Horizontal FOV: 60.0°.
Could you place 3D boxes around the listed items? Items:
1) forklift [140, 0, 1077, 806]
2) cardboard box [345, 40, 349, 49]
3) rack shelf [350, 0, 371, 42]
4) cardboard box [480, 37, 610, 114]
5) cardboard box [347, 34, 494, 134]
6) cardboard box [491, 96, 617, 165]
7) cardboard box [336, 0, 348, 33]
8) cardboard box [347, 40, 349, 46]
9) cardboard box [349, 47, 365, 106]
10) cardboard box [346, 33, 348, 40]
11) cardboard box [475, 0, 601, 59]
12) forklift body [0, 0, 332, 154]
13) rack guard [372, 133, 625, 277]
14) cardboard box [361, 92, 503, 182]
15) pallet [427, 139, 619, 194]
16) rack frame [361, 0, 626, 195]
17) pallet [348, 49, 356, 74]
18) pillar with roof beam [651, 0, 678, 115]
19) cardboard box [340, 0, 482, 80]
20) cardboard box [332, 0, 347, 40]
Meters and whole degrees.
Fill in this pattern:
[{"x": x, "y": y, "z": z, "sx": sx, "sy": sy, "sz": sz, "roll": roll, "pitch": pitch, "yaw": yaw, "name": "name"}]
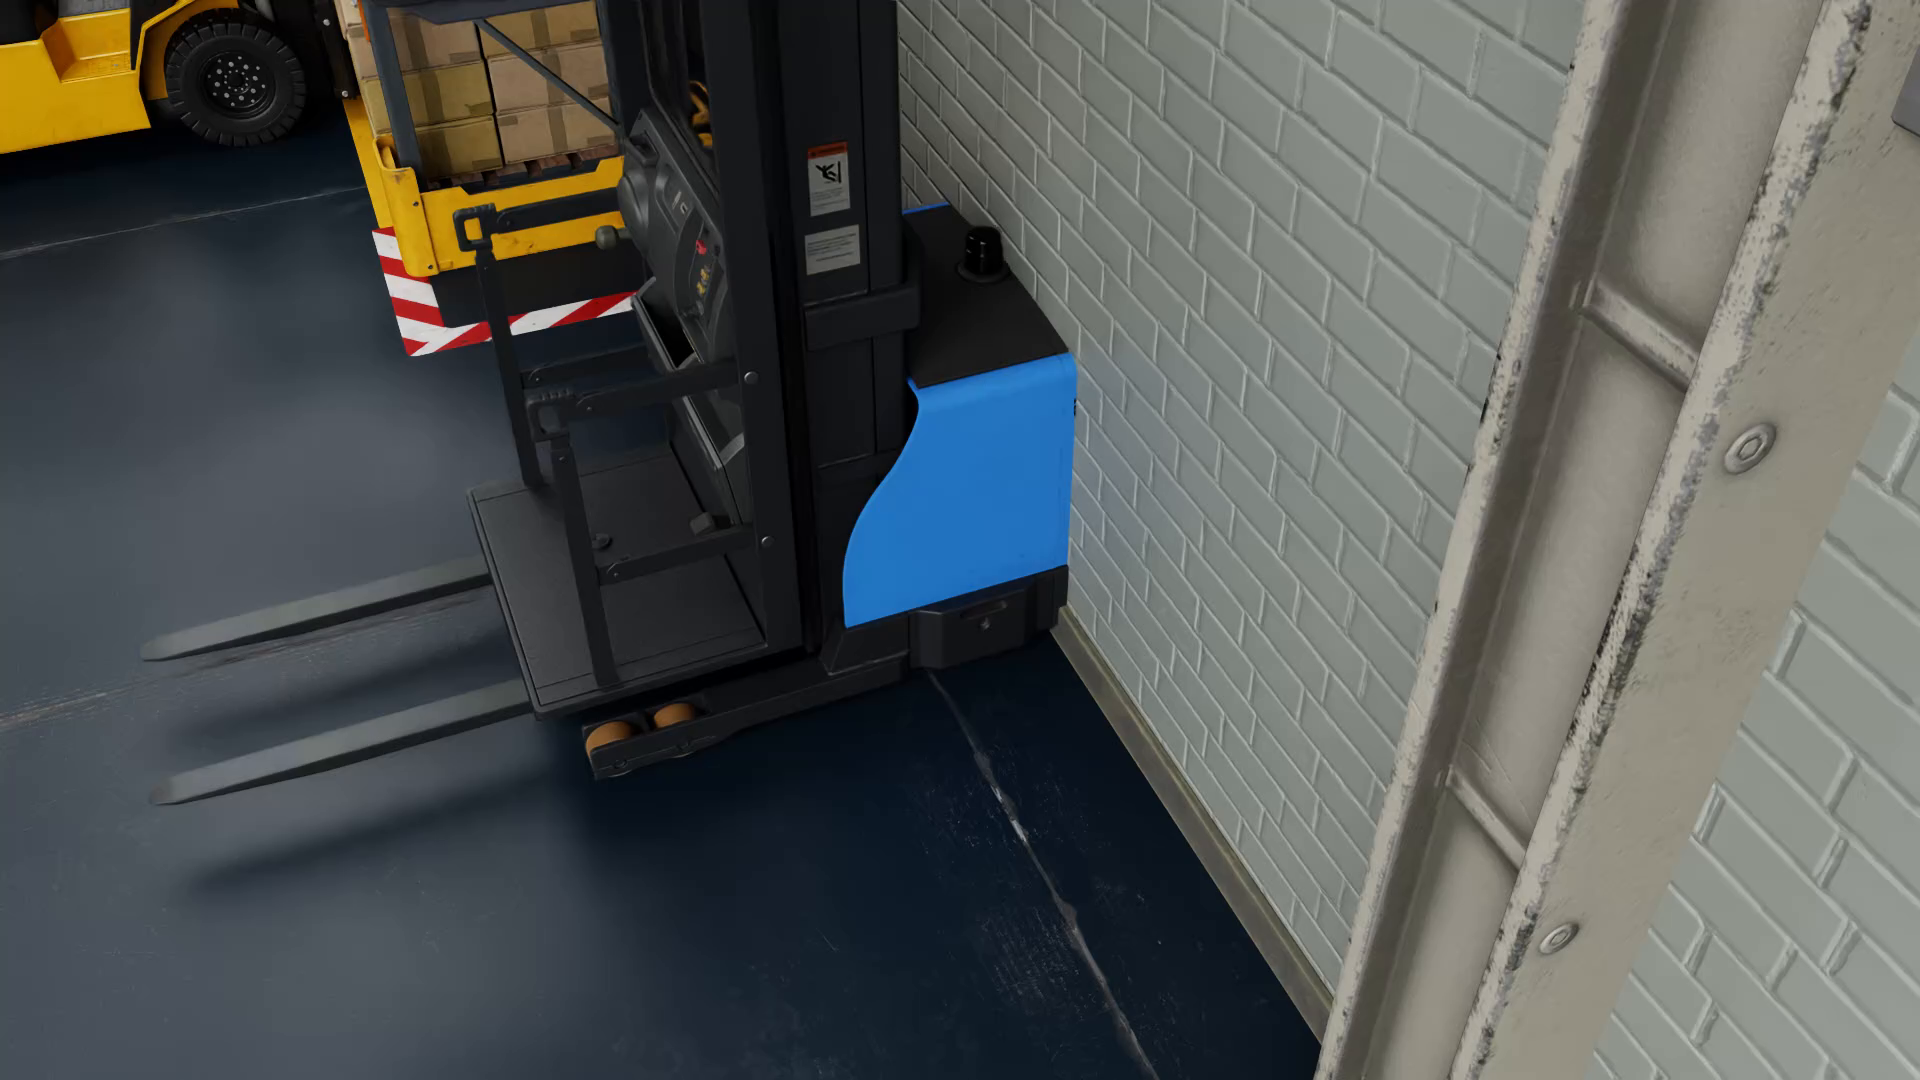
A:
[{"x": -0.957, "y": -0.803, "z": 4.435, "sx": 3.031, "sy": 2.935, "sz": 1.130, "roll": -16, "pitch": 43, "yaw": -17, "name": "forklift"}, {"x": -2.920, "y": -2.735, "z": 8.416, "sx": 0.500, "sy": 0.250, "sz": 0.500, "roll": -14, "pitch": 43, "yaw": -16, "name": "cardboard box"}, {"x": -2.630, "y": -3.433, "z": 7.993, "sx": 1.077, "sy": 0.370, "sz": 4.000, "roll": -15, "pitch": 43, "yaw": -17, "name": "rack shelf"}, {"x": -1.852, "y": -2.142, "z": 7.344, "sx": 0.500, "sy": 0.250, "sz": 0.500, "roll": -14, "pitch": 43, "yaw": -16, "name": "cardboard box"}, {"x": -2.340, "y": -2.022, "z": 7.205, "sx": 0.500, "sy": 0.250, "sz": 0.500, "roll": -16, "pitch": 43, "yaw": -17, "name": "cardboard box"}, {"x": -1.872, "y": -1.962, "z": 7.518, "sx": 0.500, "sy": 0.250, "sz": 0.500, "roll": -15, "pitch": 43, "yaw": -17, "name": "cardboard box"}, {"x": -2.530, "y": -2.503, "z": 7.379, "sx": 0.500, "sy": 0.250, "sz": 0.500, "roll": -14, "pitch": 43, "yaw": -16, "name": "cardboard box"}, {"x": -2.701, "y": -2.427, "z": 8.059, "sx": 0.500, "sy": 0.250, "sz": 0.500, "roll": -15, "pitch": 43, "yaw": -16, "name": "cardboard box"}, {"x": -2.518, "y": -2.124, "z": 7.706, "sx": 0.500, "sy": 0.250, "sz": 0.500, "roll": -15, "pitch": 43, "yaw": -17, "name": "cardboard box"}, {"x": -2.521, "y": -2.327, "z": 7.559, "sx": 0.500, "sy": 0.250, "sz": 0.500, "roll": -16, "pitch": 43, "yaw": -17, "name": "cardboard box"}, {"x": -1.873, "y": -2.334, "z": 7.183, "sx": 0.500, "sy": 0.250, "sz": 0.500, "roll": -16, "pitch": 43, "yaw": -18, "name": "cardboard box"}, {"x": -4.276, "y": -2.866, "z": 7.434, "sx": 2.313, "sy": 2.155, "sz": 1.214, "roll": -15, "pitch": 43, "yaw": -17, "name": "forklift body"}, {"x": -1.855, "y": -1.539, "z": 7.156, "sx": 1.175, "sy": 0.500, "sz": 0.348, "roll": -15, "pitch": 43, "yaw": -17, "name": "rack guard"}, {"x": -2.336, "y": -1.822, "z": 7.355, "sx": 0.500, "sy": 0.250, "sz": 0.500, "roll": -15, "pitch": 43, "yaw": -17, "name": "cardboard box"}, {"x": -2.196, "y": -1.894, "z": 7.790, "sx": 1.003, "sy": 0.211, "sz": 1.213, "roll": -15, "pitch": 43, "yaw": -17, "name": "pallet"}, {"x": -1.864, "y": -2.501, "z": 6.358, "sx": 1.000, "sy": 3.000, "sz": 0.127, "roll": -15, "pitch": 43, "yaw": -17, "name": "rack frame"}, {"x": -2.659, "y": -2.628, "z": 8.644, "sx": 1.003, "sy": 0.211, "sz": 1.213, "roll": -15, "pitch": 43, "yaw": -17, "name": "pallet"}, {"x": -5.276, "y": -4.346, "z": 3.902, "sx": 9.100, "sy": 9.000, "sz": 0.400, "roll": -15, "pitch": 43, "yaw": -17, "name": "pillar with roof beam"}, {"x": -2.329, "y": -2.196, "z": 7.023, "sx": 0.500, "sy": 0.250, "sz": 0.500, "roll": -14, "pitch": 43, "yaw": -15, "name": "cardboard box"}, {"x": -2.738, "y": -2.633, "z": 7.915, "sx": 0.500, "sy": 0.250, "sz": 0.500, "roll": -16, "pitch": 43, "yaw": -18, "name": "cardboard box"}]
